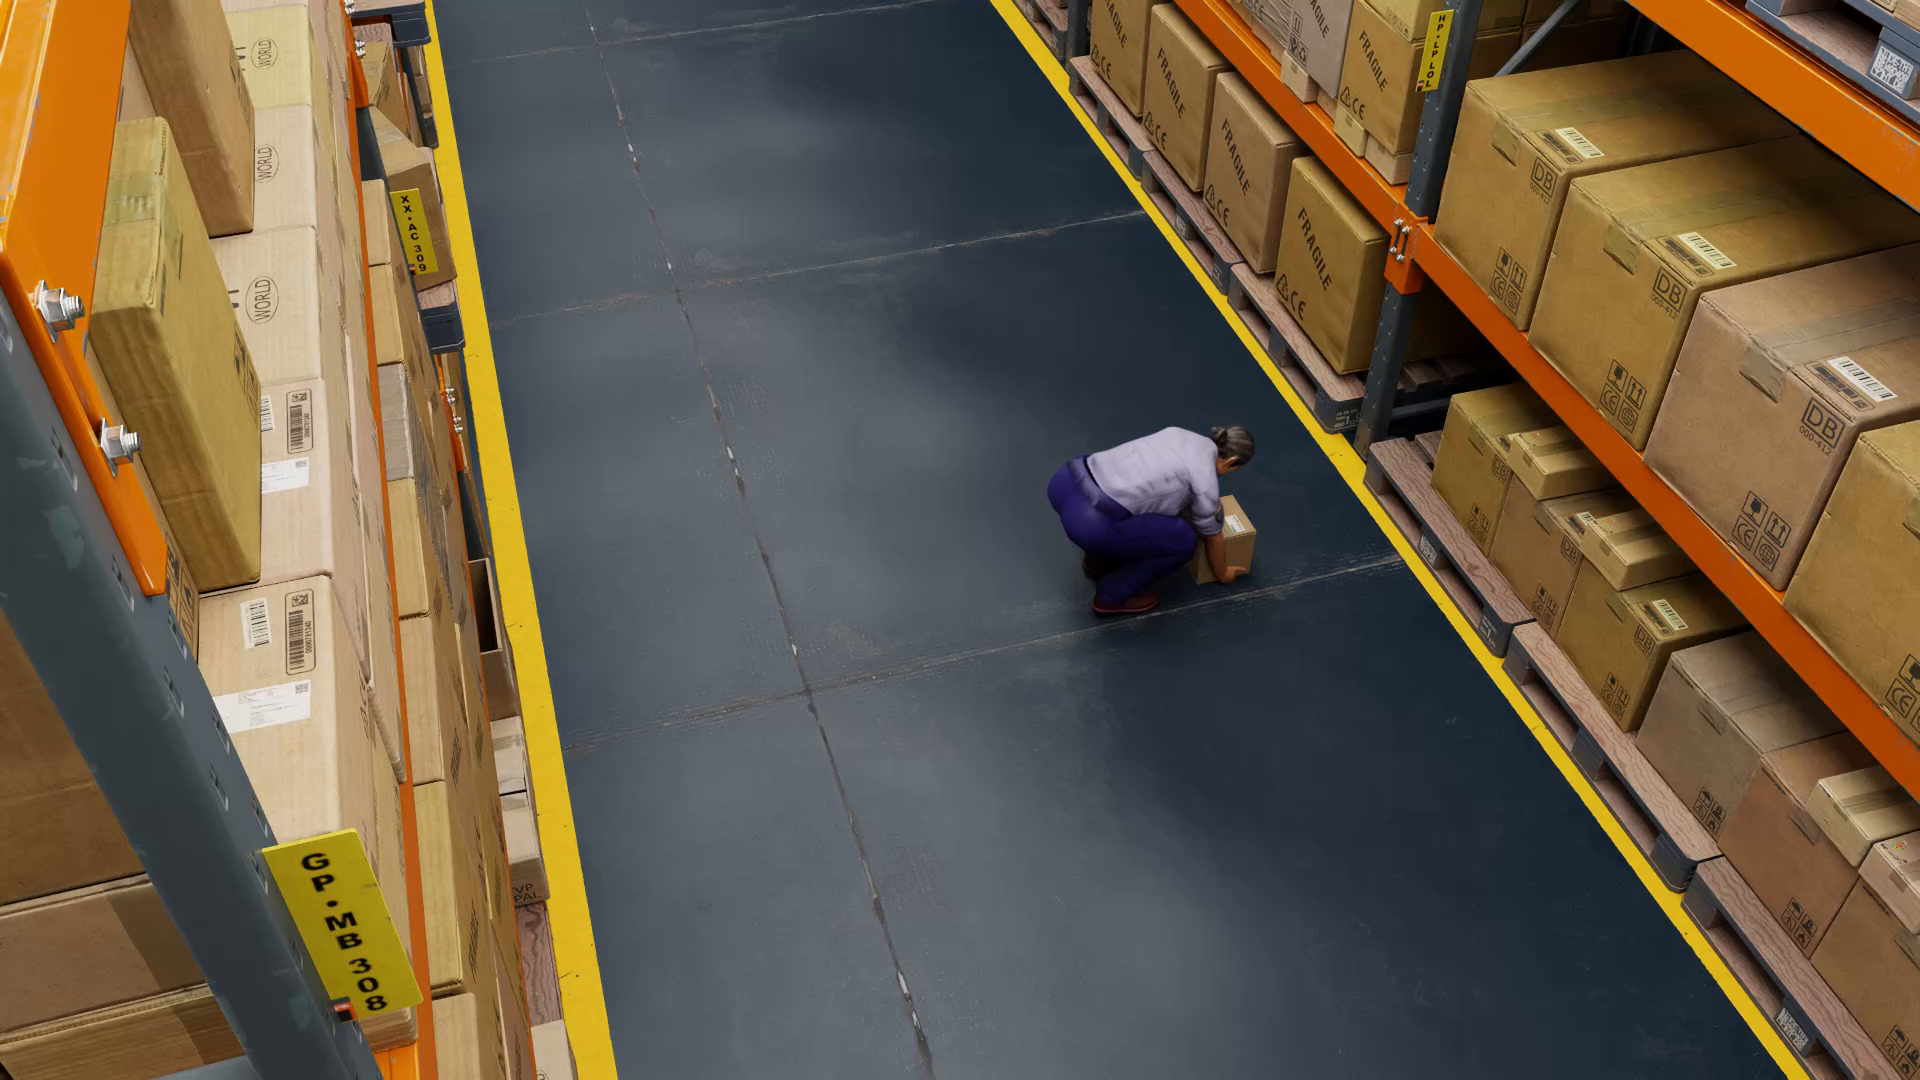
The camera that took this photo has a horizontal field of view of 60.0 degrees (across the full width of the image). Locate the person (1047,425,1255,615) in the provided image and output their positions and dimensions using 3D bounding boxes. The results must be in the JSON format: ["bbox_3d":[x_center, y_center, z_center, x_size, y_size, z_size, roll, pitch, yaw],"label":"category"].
[{"bbox_3d":[0.807,-0.101,6.977,0.899,0.741,0.498,-13,44,-14],"label":"person"}]
